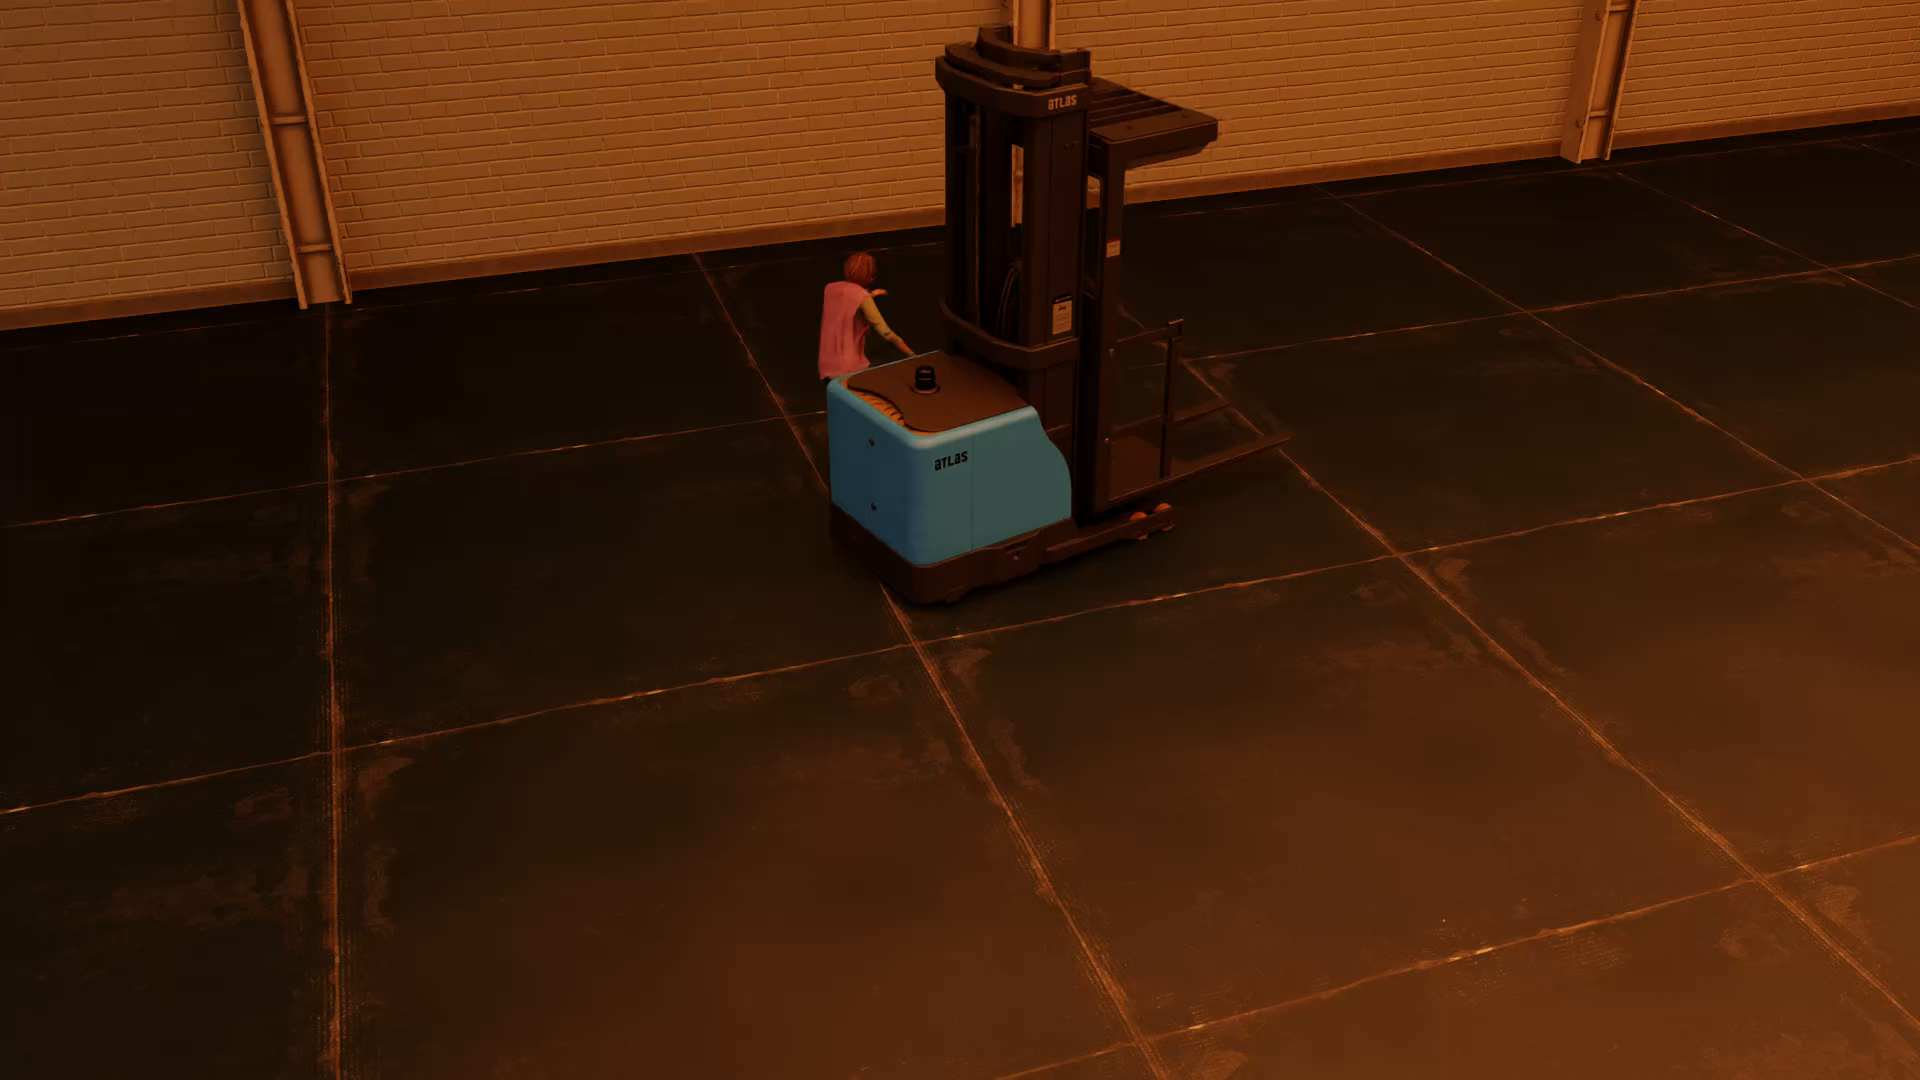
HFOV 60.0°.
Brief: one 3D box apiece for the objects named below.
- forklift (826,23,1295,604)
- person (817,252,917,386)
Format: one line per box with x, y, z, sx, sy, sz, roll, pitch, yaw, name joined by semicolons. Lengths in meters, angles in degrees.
0.730;-1.470;9.642;3.031;2.935;1.130;-19;35;-29;forklift
-0.508;-1.152;10.660;0.916;1.356;0.838;16;34;26;person
